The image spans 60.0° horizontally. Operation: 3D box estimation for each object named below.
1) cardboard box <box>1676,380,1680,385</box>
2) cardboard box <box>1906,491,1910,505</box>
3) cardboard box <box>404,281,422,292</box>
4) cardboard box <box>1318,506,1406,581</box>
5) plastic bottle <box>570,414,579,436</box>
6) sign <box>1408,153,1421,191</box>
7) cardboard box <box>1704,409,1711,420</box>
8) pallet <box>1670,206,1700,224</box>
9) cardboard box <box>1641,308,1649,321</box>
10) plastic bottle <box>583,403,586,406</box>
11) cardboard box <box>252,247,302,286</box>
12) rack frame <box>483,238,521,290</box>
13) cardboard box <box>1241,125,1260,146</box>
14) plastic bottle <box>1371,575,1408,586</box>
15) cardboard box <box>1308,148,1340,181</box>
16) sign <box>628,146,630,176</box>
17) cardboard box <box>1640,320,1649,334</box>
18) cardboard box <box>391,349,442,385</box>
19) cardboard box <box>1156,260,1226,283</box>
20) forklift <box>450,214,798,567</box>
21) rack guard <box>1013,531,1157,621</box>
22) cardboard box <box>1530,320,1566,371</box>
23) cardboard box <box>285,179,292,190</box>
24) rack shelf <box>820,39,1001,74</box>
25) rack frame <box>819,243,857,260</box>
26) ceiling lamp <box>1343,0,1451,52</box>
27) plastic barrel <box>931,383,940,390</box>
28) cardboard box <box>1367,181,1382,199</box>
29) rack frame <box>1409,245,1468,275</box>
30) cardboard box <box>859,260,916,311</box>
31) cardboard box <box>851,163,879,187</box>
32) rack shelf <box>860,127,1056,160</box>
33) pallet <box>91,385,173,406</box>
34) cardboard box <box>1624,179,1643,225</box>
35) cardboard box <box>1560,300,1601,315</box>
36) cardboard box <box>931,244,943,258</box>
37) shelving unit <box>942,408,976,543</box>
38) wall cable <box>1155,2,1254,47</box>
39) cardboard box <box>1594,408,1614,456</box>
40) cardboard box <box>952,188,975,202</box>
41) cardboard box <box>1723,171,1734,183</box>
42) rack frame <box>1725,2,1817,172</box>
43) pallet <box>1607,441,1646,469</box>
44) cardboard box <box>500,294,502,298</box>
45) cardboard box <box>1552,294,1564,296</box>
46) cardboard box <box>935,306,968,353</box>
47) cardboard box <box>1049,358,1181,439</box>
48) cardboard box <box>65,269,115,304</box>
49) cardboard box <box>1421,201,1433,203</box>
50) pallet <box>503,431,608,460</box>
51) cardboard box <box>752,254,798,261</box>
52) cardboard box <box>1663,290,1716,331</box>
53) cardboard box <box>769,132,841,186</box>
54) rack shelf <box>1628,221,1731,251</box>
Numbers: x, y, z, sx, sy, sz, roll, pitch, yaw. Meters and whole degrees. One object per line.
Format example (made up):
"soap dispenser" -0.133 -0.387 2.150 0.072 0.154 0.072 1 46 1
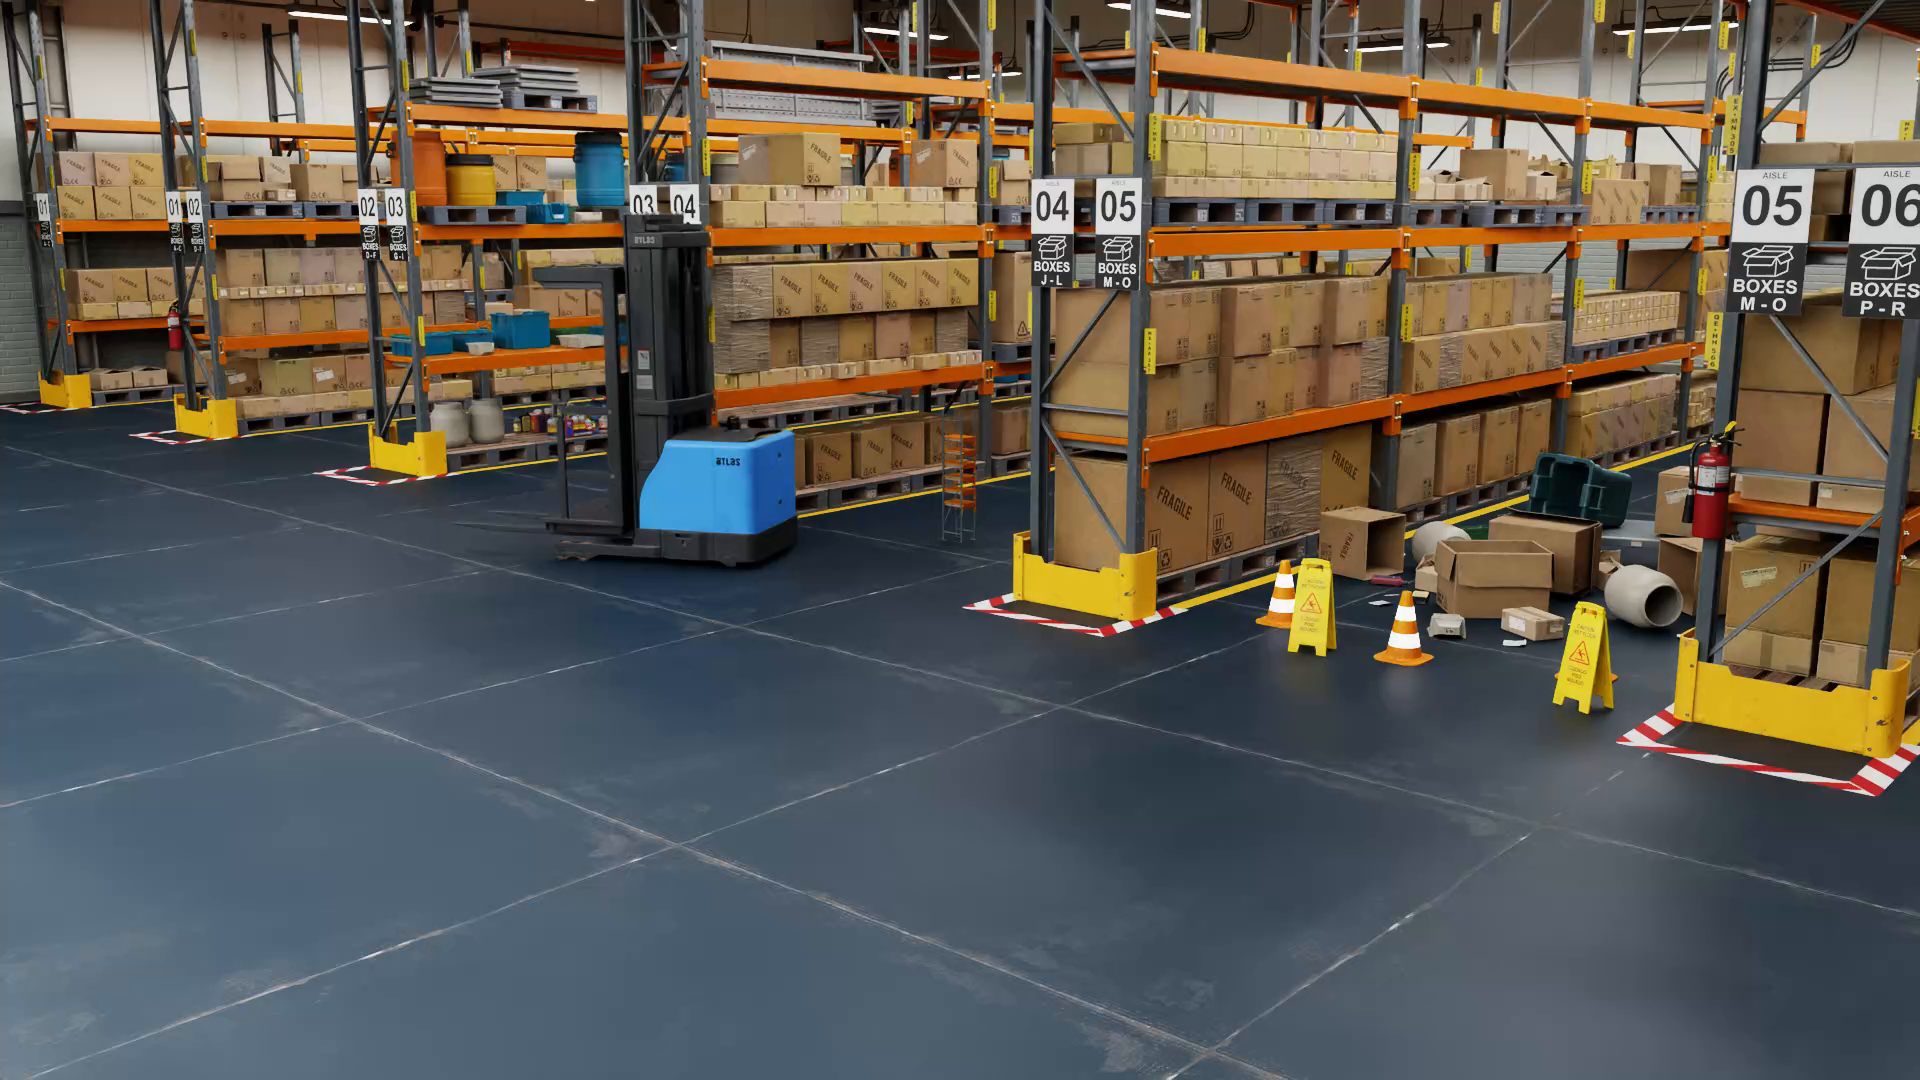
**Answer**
"cardboard box" 9.724 -2.124 22.916 0.380 0.149 0.250 9 14 38
"cardboard box" 5.278 -0.286 9.664 0.380 0.149 0.250 10 15 41
"cardboard box" -8.027 -3.684 24.123 0.380 0.149 0.250 10 15 40
"cardboard box" 3.344 0.025 13.841 0.500 0.500 0.500 -9 14 -38
"plastic bottle" -4.765 -1.423 20.559 0.097 0.271 0.097 0 11 0
"sign" 4.016 -3.252 14.694 0.100 0.325 0.005 10 15 40
"cardboard box" 9.791 -1.684 22.228 0.380 0.149 0.250 9 15 39
"pallet" 8.391 -4.039 20.636 1.213 0.211 1.003 10 15 40
"cardboard box" 8.076 -2.728 20.060 0.380 0.149 0.250 9 14 37
"plastic bottle" -4.891 -1.629 21.559 0.061 0.283 0.133 11 15 43
"cardboard box" -9.445 -3.748 22.787 0.700 0.500 0.500 9 15 39
"rack frame" -8.583 -4.726 31.255 1.000 3.000 0.127 10 15 40
"cardboard box" 2.089 -3.123 12.848 0.380 0.149 0.250 9 15 39
"plastic bottle" 3.479 0.329 13.445 0.283 0.061 0.133 4 12 21
"cardboard box" 2.800 -3.105 13.777 0.500 0.250 0.500 10 15 40
"sign" -3.105 -3.608 15.736 0.100 0.325 0.005 10 15 40
"cardboard box" 8.083 -2.583 20.093 0.380 0.149 0.250 9 14 38
"cardboard box" -7.981 -2.555 24.416 0.500 0.500 0.500 10 15 40
"cardboard box" 3.074 -3.452 22.056 0.797 0.503 0.637 10 15 42
"forklift" -3.019 -1.351 14.533 3.031 2.935 1.130 3 12 16
"rack guard" 0.942 0.257 12.685 1.175 0.500 0.348 10 15 40
"cardboard box" 6.143 -2.097 17.835 0.500 0.500 0.500 10 15 40
"cardboard box" -9.211 -4.897 23.247 0.500 0.311 0.500 -10 15 -41
"rack shelf" -0.899 -9.188 31.628 1.077 0.370 4.000 10 15 40
"rack frame" -2.219 -4.675 30.998 1.000 3.000 0.127 10 15 40
"ceiling lamp" 7.803 -10.496 29.923 2.000 3.185 0.800 10 15 40
"plastic barrel" -0.525 -2.600 25.890 0.421 0.512 0.421 0 11 0
"cardboard box" 3.432 -3.031 14.423 0.380 0.149 0.250 10 15 41
"rack frame" 7.860 -3.982 27.529 1.000 3.000 0.127 10 15 40
"cardboard box" -0.811 -2.653 17.306 0.500 0.500 0.500 10 15 40
"cardboard box" -1.927 -6.762 30.979 0.700 0.500 0.500 10 15 40
"rack shelf" 0.179 -6.133 25.837 1.077 0.370 4.000 10 15 40
"pallet" -13.251 -2.308 26.267 1.003 0.211 1.213 10 15 40
"cardboard box" 7.466 -3.867 19.040 0.500 0.500 0.500 10 15 40
"cardboard box" 7.030 -2.642 18.868 0.380 0.149 0.250 10 15 40
"cardboard box" -0.676 -5.475 32.195 0.500 0.500 0.500 10 15 42
"shelving unit" -0.010 -0.586 15.122 0.258 1.200 0.189 10 15 40
"wall cable" 5.057 -12.066 36.105 3.097 2.526 0.112 10 15 40
"cardboard box" 7.226 -1.275 19.283 0.500 0.500 0.500 10 15 41
"cardboard box" -0.059 -3.724 17.945 0.380 0.149 0.250 10 15 42
"cardboard box" 9.786 -4.699 21.550 0.380 0.149 0.250 9 15 39
"rack frame" 11.519 -6.268 23.656 1.000 3.000 0.127 10 15 40
"pallet" 7.561 -1.075 20.093 1.003 0.211 1.213 10 15 40
"cardboard box" -8.560 -4.694 31.683 0.380 0.149 0.250 10 15 41
"cardboard box" 7.245 -2.883 20.076 0.380 0.149 0.250 10 15 42
"cardboard box" -0.405 -2.353 18.359 0.875 0.500 0.500 10 15 40
"cardboard box" 1.169 -1.106 12.746 0.875 0.550 0.550 10 15 40
"cardboard box" -13.323 -3.885 25.459 0.500 0.500 0.500 10 15 40
"cardboard box" 7.095 -5.606 26.420 0.700 0.500 0.500 9 14 38
"pallet" -5.061 -1.216 20.798 1.003 0.211 1.213 10 15 40
"cardboard box" -4.103 -5.866 36.193 0.980 0.700 0.700 10 15 40
"cardboard box" 9.395 -2.973 21.460 0.500 0.500 0.500 9 15 39
"cardboard box" -1.519 -3.723 16.280 0.500 0.500 0.500 10 15 40
"rack shelf" 10.199 -4.150 22.547 1.077 0.370 4.000 10 15 40
